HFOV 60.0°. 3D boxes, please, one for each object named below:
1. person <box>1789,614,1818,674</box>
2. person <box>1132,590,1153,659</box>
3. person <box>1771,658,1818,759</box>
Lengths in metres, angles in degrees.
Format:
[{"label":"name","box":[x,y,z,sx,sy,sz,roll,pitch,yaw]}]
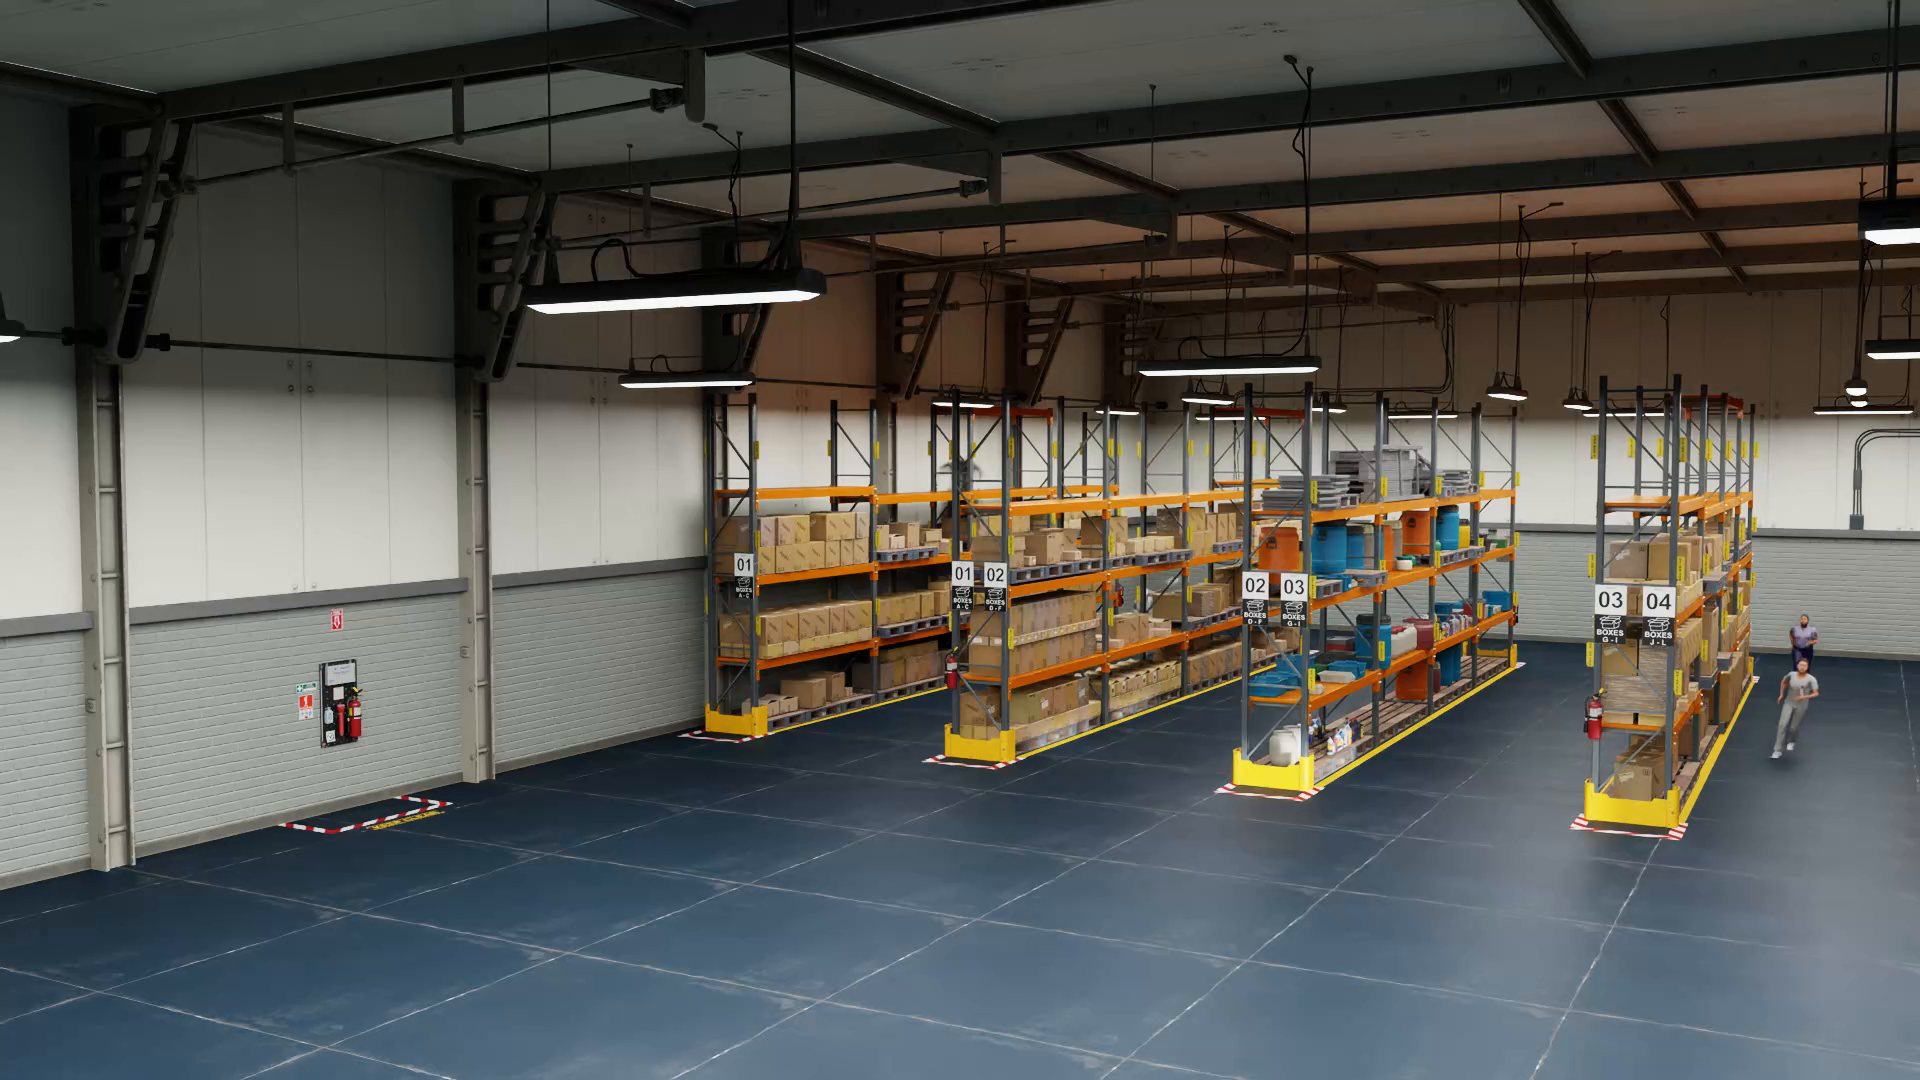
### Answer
[{"label":"person","box":[17.408,2.351,34.316,0.495,1.666,0.801,1,3,19]},{"label":"person","box":[4.534,1.990,40.394,0.696,1.731,1.034,1,3,18]},{"label":"person","box":[13.613,2.715,27.014,0.604,1.622,0.931,2,4,37]}]
